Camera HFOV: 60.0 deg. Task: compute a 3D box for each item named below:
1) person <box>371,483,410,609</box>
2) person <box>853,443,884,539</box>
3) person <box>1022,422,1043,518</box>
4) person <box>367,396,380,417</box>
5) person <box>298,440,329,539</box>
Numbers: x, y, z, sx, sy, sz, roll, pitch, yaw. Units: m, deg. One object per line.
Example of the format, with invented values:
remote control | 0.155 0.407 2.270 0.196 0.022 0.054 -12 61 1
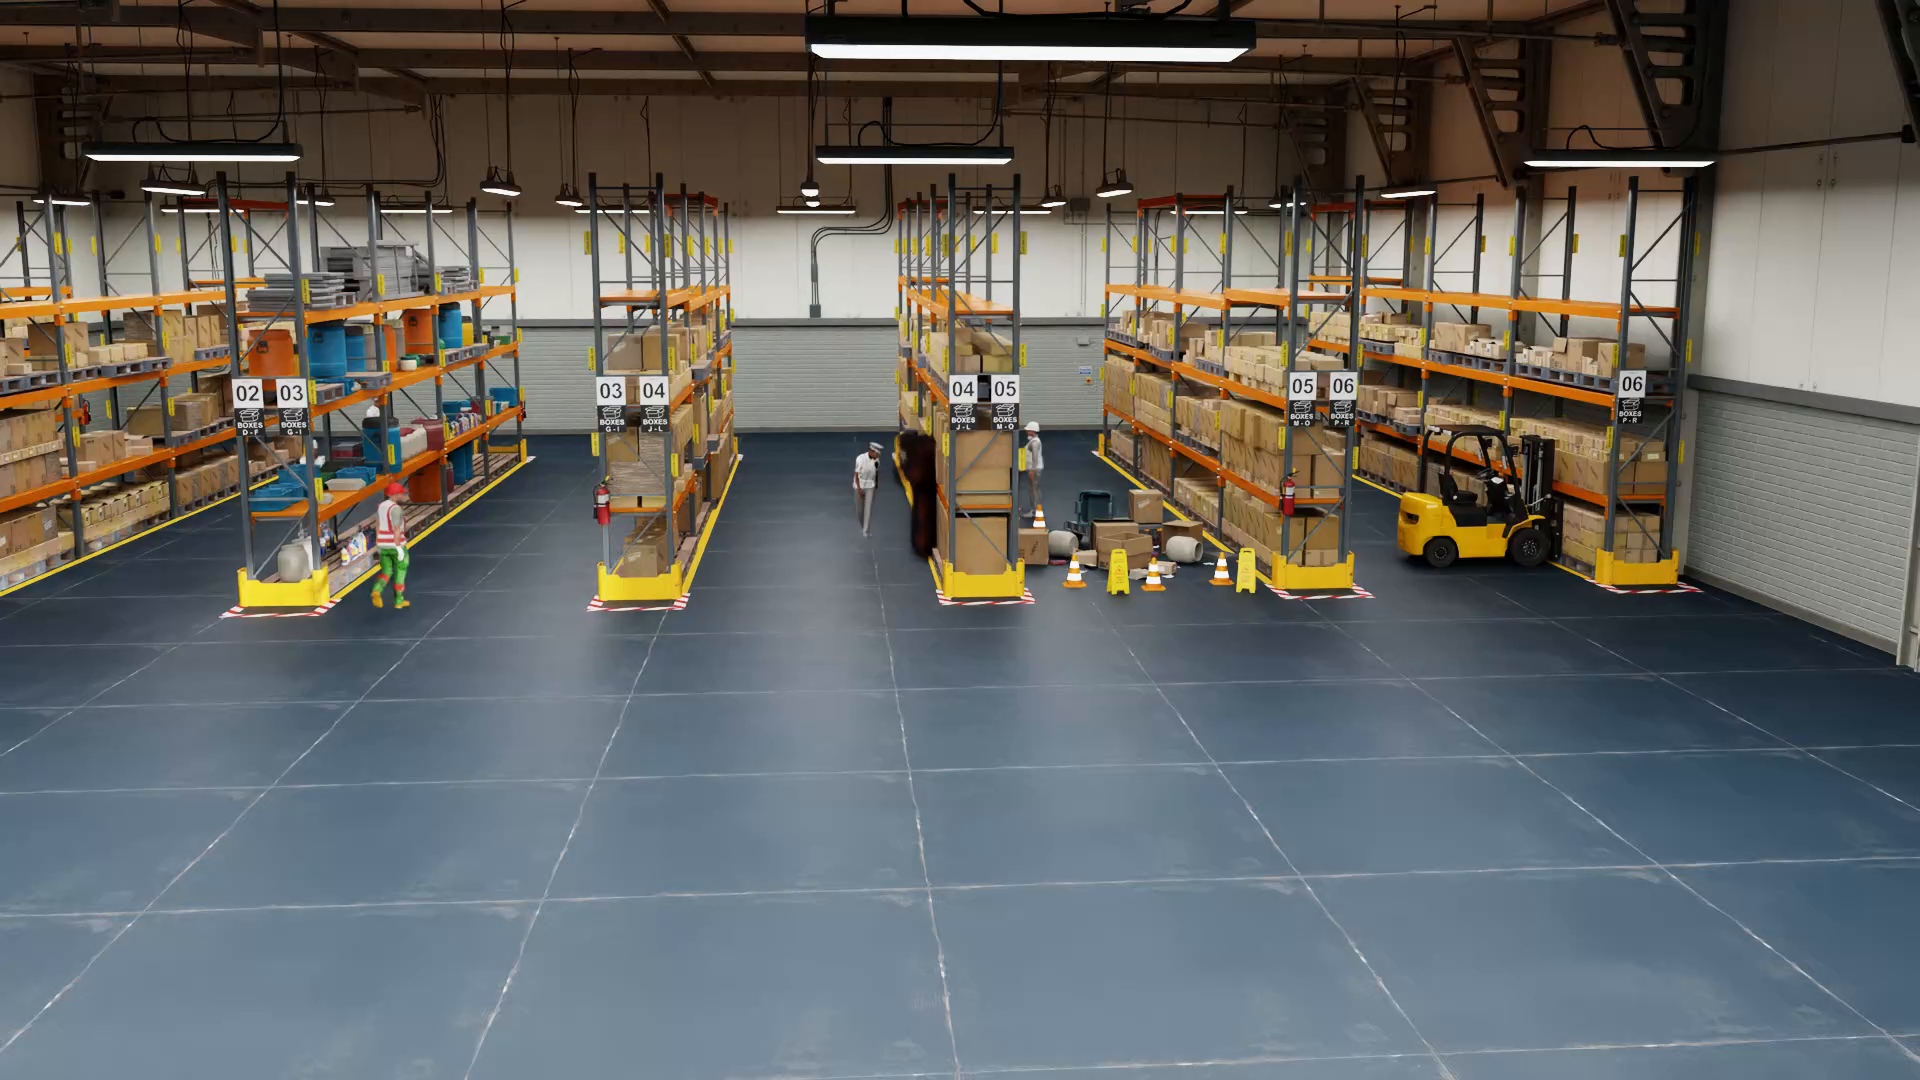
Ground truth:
person | -7.909 0.096 22.988 0.526 1.773 0.683 3 10 15
person | -1.489 -0.821 27.207 0.532 1.558 0.948 0 10 2
person | 1.368 -1.317 31.061 0.368 1.788 0.602 1 10 6
person | -12.904 -2.358 37.028 0.472 1.767 0.568 1 10 7
person | -10.957 -0.775 28.146 0.624 1.846 0.400 0 10 -1
